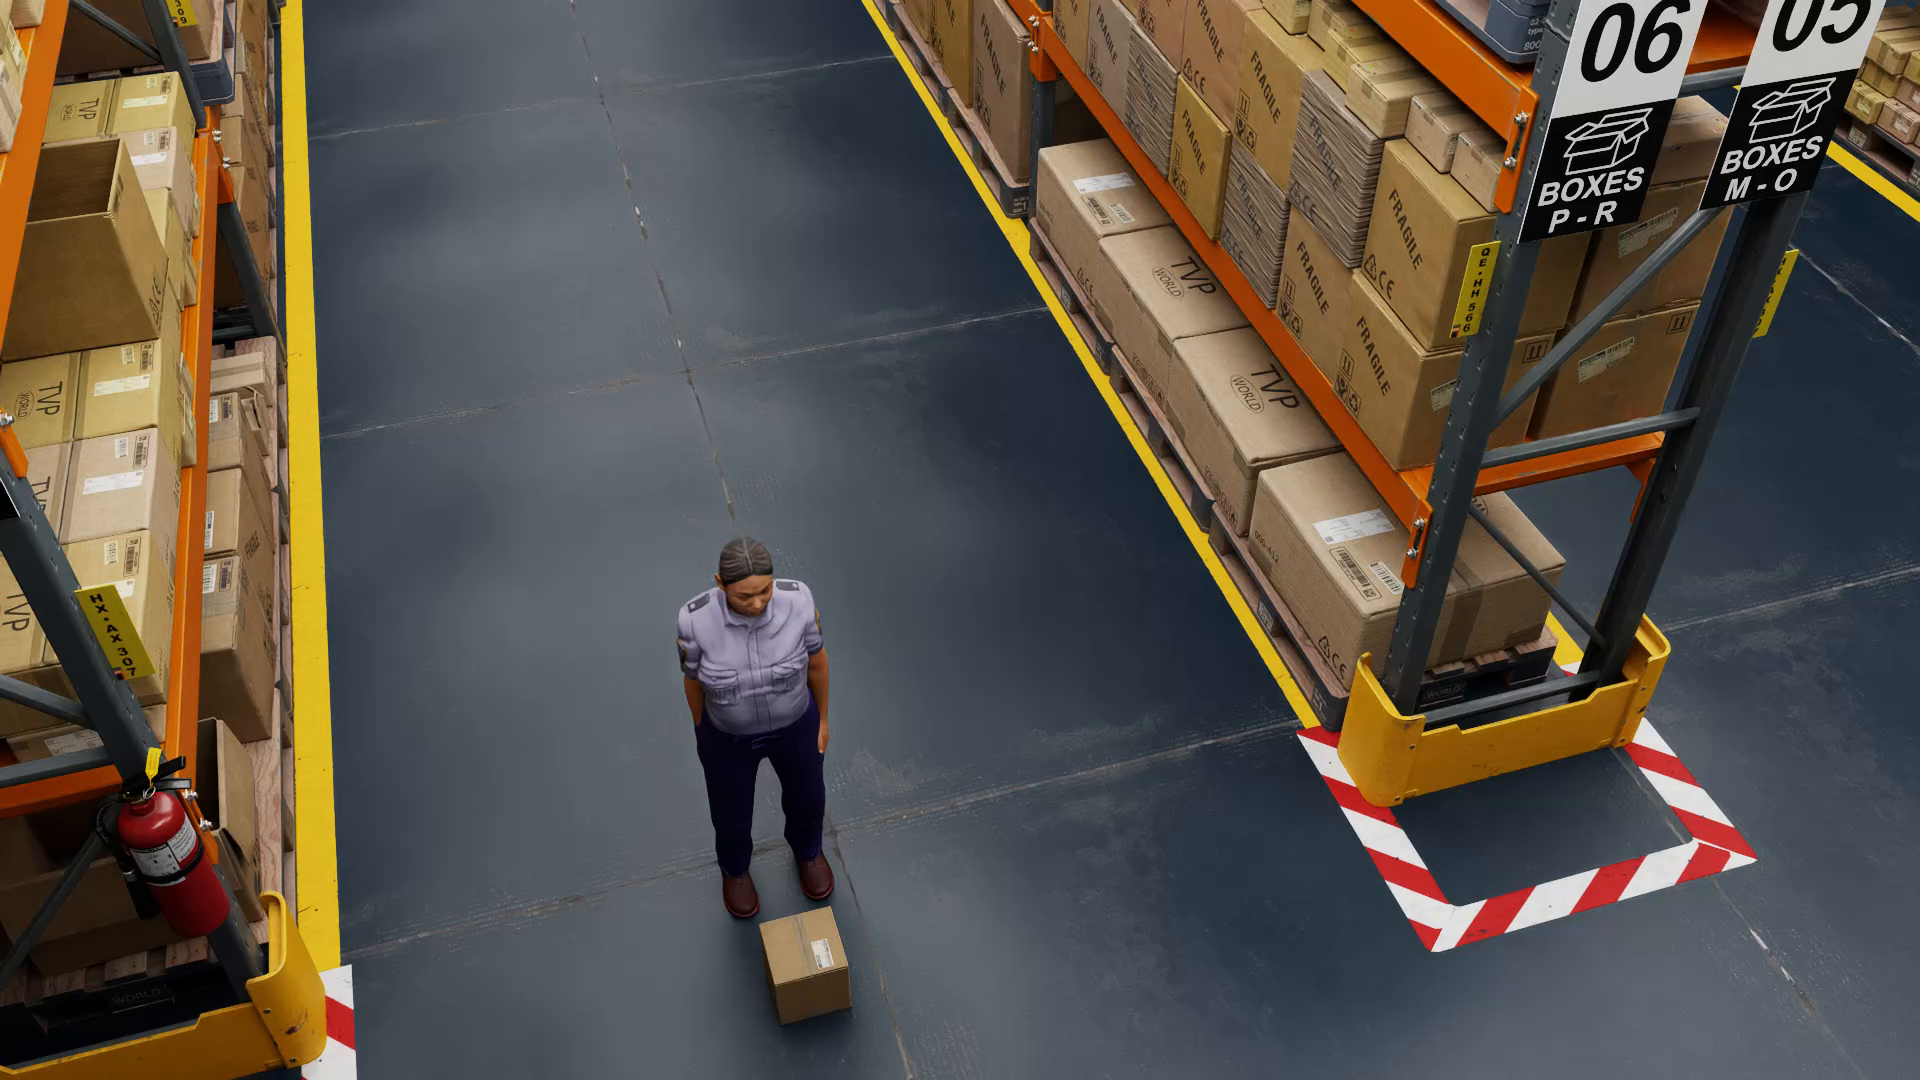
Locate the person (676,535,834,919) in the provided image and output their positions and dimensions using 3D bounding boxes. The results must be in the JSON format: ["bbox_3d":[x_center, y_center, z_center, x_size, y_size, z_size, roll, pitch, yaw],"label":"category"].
[{"bbox_3d":[-0.648,0.622,5.502,0.470,1.641,0.342,-11,44,-12],"label":"person"}]
